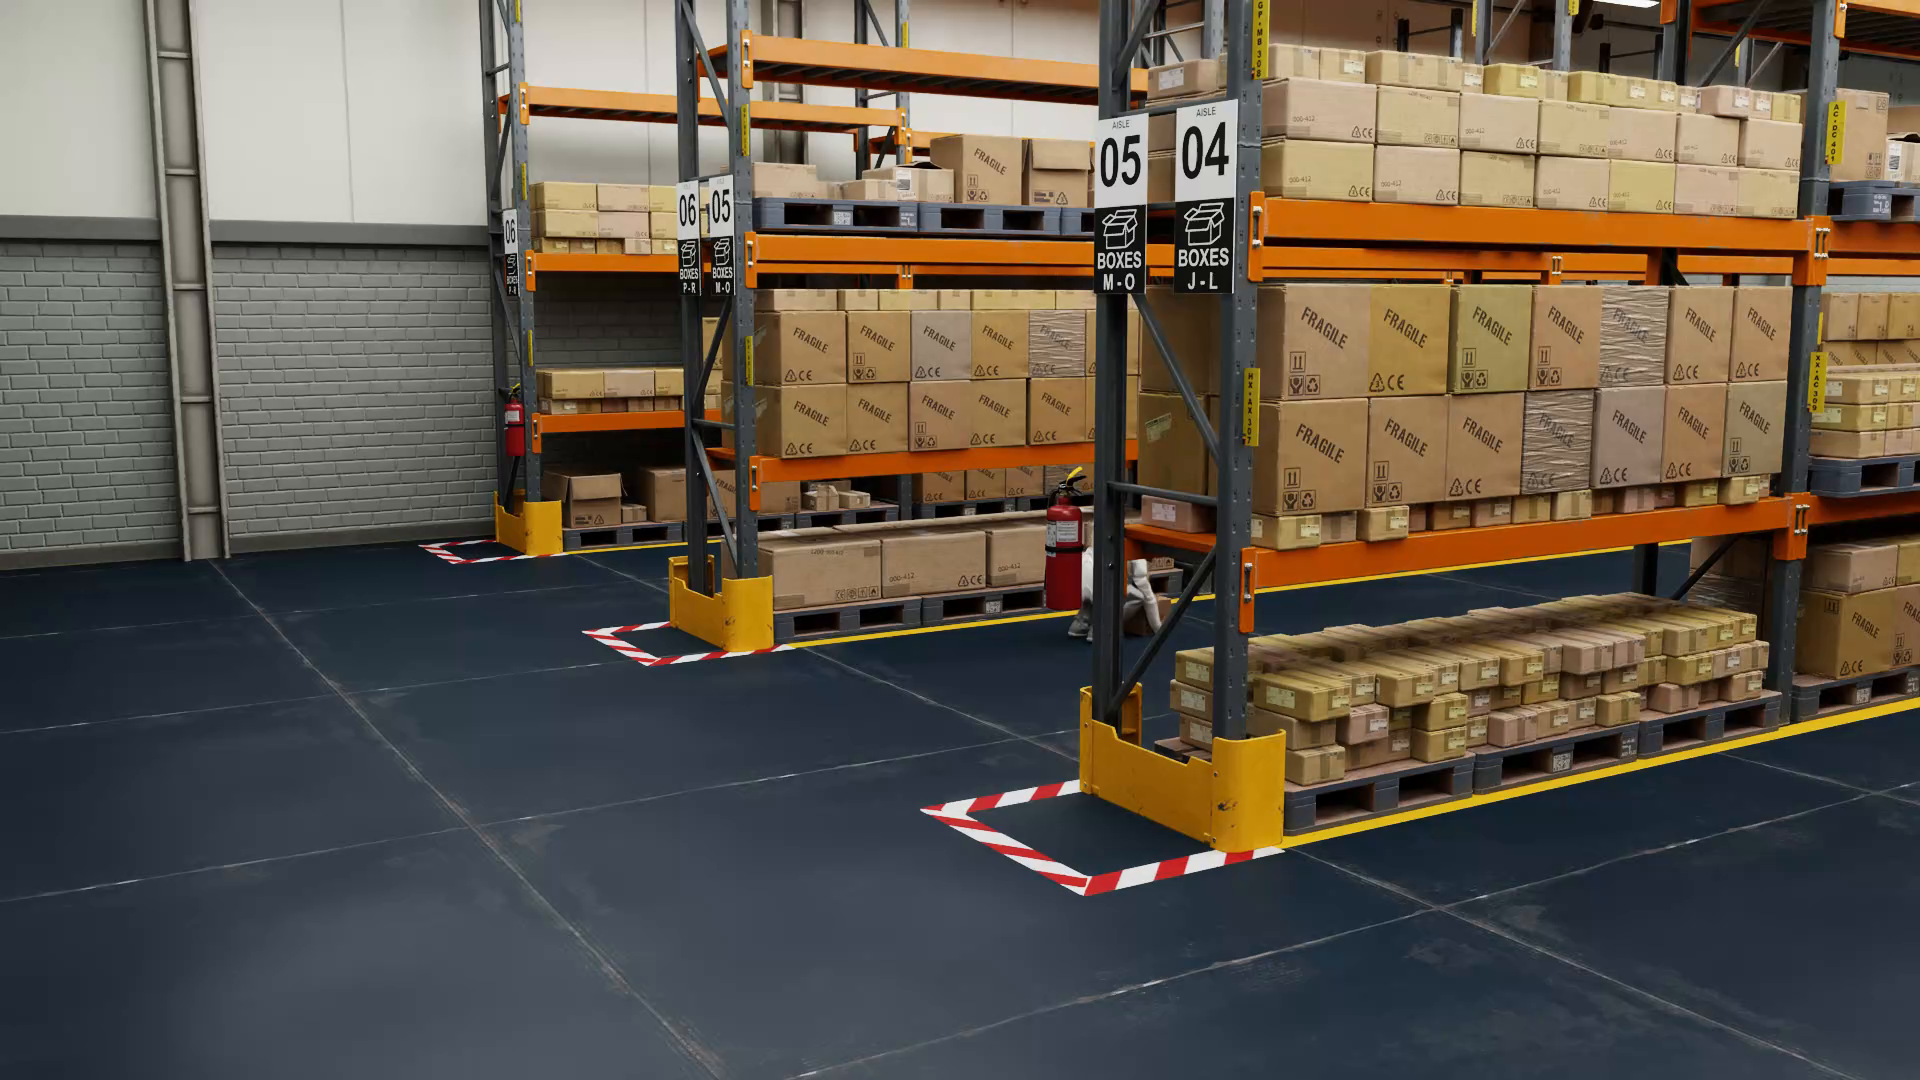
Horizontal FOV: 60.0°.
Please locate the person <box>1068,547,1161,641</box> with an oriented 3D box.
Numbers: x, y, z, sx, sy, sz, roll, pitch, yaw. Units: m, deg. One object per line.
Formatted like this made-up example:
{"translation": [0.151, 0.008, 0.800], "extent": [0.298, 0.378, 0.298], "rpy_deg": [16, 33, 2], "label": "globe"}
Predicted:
{"translation": [1.094, 0.338, 11.827], "extent": [0.884, 0.829, 0.468], "rpy_deg": [-5, 10, -32], "label": "person"}
